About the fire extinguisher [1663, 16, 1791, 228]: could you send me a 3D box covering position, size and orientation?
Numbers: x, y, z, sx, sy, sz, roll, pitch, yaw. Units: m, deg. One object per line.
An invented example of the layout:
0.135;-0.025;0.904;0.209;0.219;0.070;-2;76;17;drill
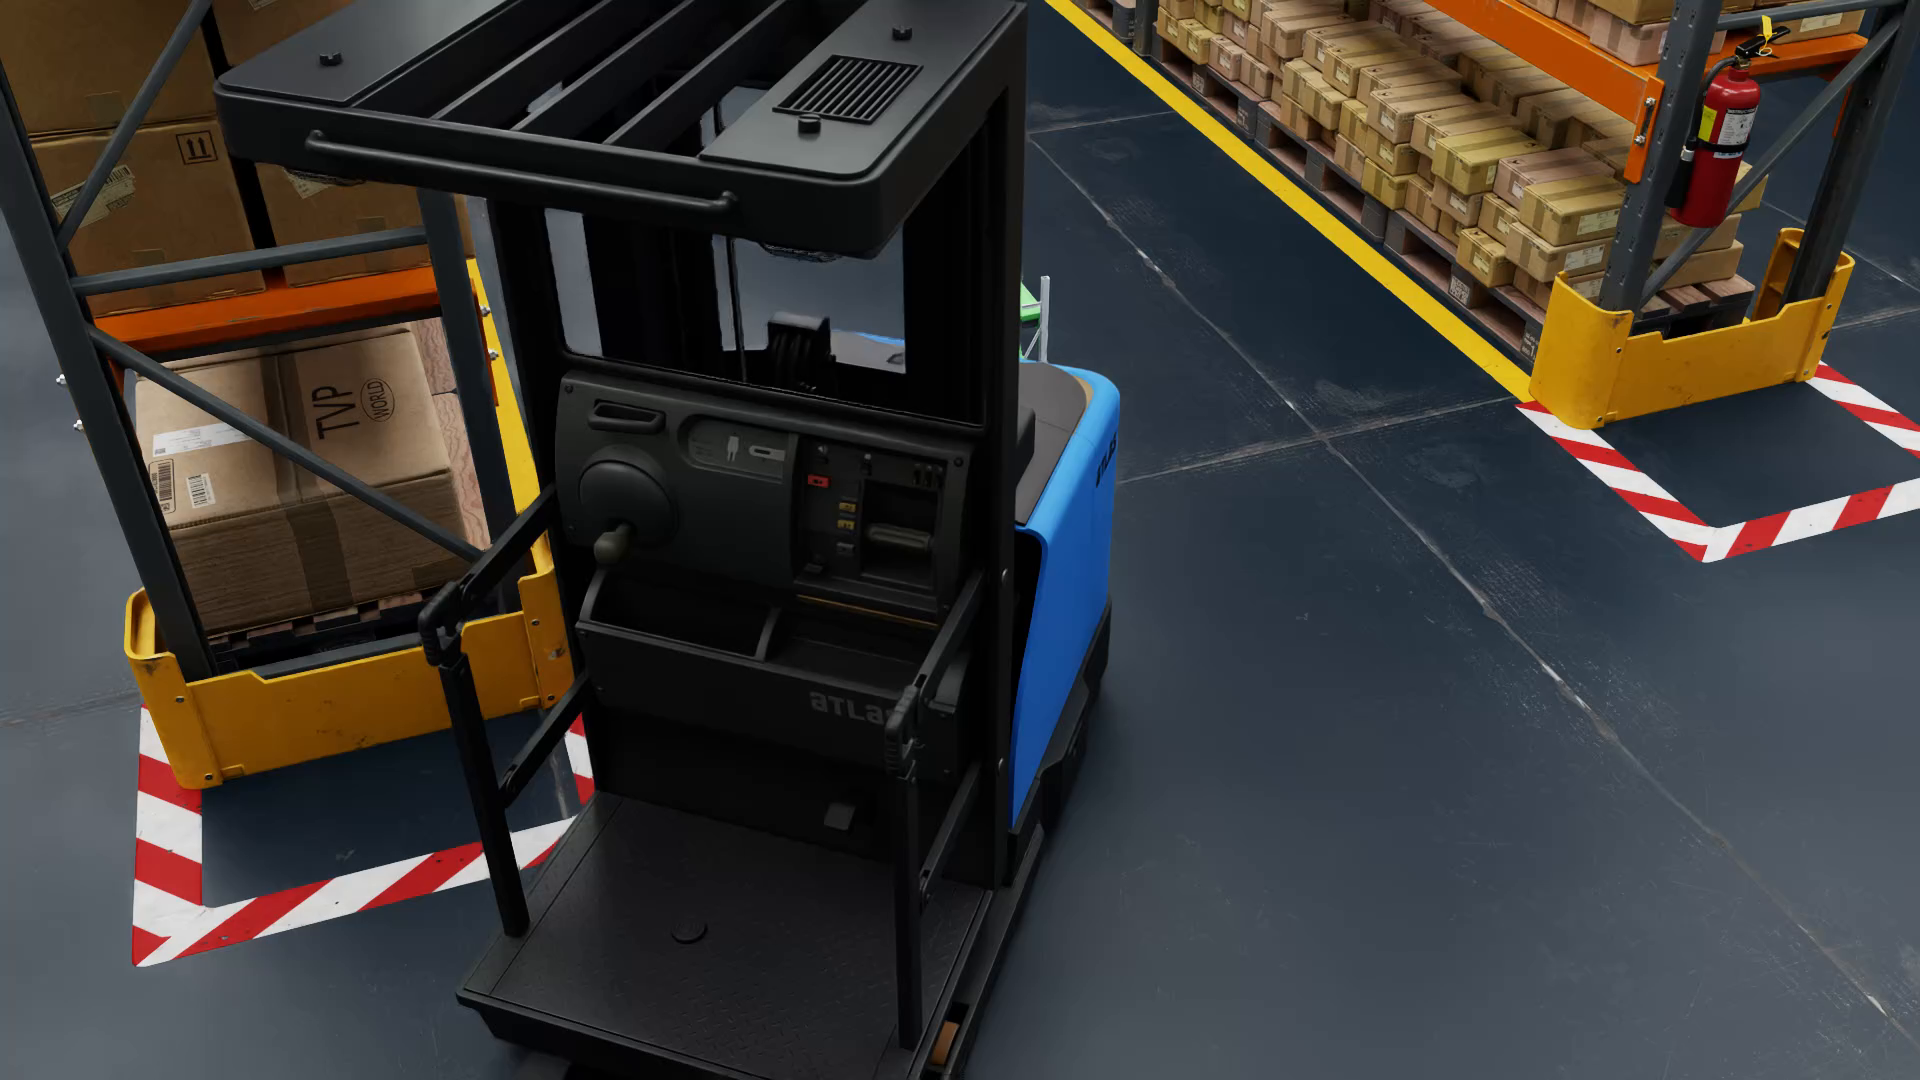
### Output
2.497;-1.361;5.439;0.296;0.674;0.183;-12;39;-16;fire extinguisher

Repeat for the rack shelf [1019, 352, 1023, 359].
0.057;-0.526;5.159;0.258;0.148;0.480;-12;39;-16;rack shelf

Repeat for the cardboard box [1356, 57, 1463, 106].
2.022;-2.038;7.488;0.380;0.149;0.250;-14;39;-17;cardboard box

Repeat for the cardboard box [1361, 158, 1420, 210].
2.029;-1.622;7.430;0.380;0.149;0.250;-14;39;-18;cardboard box

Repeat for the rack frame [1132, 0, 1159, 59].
1.467;-4.039;8.619;1.000;3.000;0.127;-12;39;-16;rack frame

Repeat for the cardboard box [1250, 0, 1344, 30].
1.675;-2.625;8.268;0.380;0.149;0.250;-13;39;-17;cardboard box

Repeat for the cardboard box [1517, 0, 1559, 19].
2.315;-2.091;6.242;0.380;0.149;0.250;-13;39;-16;cardboard box

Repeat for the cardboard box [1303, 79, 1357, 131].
1.832;-2.048;7.749;0.380;0.149;0.250;-12;39;-15;cardboard box

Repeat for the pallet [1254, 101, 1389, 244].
2.155;-1.863;8.047;1.003;0.211;1.213;-12;39;-16;pallet

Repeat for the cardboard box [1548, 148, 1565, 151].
2.710;-1.730;7.327;0.380;0.149;0.250;-11;38;-15;cardboard box

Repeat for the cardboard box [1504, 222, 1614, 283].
2.394;-1.166;6.578;0.380;0.149;0.250;-13;39;-17;cardboard box

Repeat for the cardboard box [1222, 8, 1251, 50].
1.581;-2.661;8.563;0.380;0.149;0.250;-13;39;-16;cardboard box

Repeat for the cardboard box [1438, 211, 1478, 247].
2.273;-1.354;7.075;0.380;0.149;0.250;-13;39;-16;cardboard box

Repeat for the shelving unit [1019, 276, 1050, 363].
0.057;-0.386;5.265;0.258;1.200;0.503;-12;39;-16;shelving unit

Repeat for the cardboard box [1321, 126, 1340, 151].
1.938;-1.939;7.851;0.380;0.149;0.250;-11;38;-15;cardboard box

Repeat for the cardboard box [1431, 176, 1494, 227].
2.214;-1.459;6.967;0.380;0.149;0.250;-14;39;-18;cardboard box

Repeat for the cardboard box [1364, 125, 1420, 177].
2.023;-1.749;7.352;0.380;0.149;0.250;-12;39;-15;cardboard box

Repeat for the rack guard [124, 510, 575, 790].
-1.761;0.315;4.917;1.175;0.500;0.348;-12;39;-16;rack guard

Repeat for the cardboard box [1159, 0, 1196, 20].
1.292;-2.916;8.901;0.380;0.149;0.250;-11;38;-14;cardboard box

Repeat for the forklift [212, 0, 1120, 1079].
-0.494;-0.022;3.343;1.130;2.935;3.031;11;38;15;forklift

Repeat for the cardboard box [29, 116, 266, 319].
-2.184;-0.955;4.441;0.500;0.500;0.500;-12;39;-16;cardboard box

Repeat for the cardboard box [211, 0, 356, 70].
-1.667;-1.467;4.290;0.500;0.500;0.500;-13;39;-17;cardboard box

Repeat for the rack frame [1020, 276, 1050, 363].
0.141;-0.248;5.082;0.240;1.200;0.015;-12;39;-16;rack frame

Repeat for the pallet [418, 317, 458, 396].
-2.534;-0.707;6.513;1.003;0.211;1.213;-12;39;-16;pallet

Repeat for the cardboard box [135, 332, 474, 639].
-2.090;-0.194;5.295;0.875;0.438;0.875;-14;39;-17;cardboard box

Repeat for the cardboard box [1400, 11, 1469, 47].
2.352;-2.437;8.018;0.380;0.149;0.250;-14;39;-18;cardboard box

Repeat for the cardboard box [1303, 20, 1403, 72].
1.857;-2.327;7.873;0.380;0.149;0.250;-14;39;-18;cardboard box

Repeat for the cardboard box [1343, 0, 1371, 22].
2.068;-2.720;8.394;0.380;0.149;0.250;-11;38;-14;cardboard box

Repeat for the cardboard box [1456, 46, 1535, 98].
2.511;-2.152;7.639;0.380;0.149;0.250;-12;39;-15;cardboard box

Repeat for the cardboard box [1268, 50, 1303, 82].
1.743;-2.348;8.147;0.380;0.149;0.250;-11;38;-14;cardboard box

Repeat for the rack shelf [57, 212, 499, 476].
-2.457;-1.540;5.899;1.077;0.370;4.000;-12;39;-16;rack shelf

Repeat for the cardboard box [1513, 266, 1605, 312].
2.467;-1.062;6.688;0.380;0.149;0.250;-12;39;-15;cardboard box

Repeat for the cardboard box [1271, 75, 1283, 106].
1.777;-2.238;8.248;0.380;0.149;0.250;-14;39;-18;cardboard box

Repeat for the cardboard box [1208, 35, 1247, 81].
1.517;-2.516;8.617;0.380;0.149;0.250;-13;39;-16;cardboard box

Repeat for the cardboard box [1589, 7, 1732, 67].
2.466;-1.805;5.861;0.380;0.149;0.250;-12;39;-16;cardboard box

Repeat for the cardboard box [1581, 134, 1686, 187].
2.775;-1.543;6.831;0.380;0.149;0.250;-12;39;-15;cardboard box

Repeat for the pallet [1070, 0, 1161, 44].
1.198;-3.365;10.041;1.003;0.211;1.213;-12;39;-16;pallet

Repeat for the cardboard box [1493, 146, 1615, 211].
2.391;-1.446;6.703;0.380;0.149;0.250;-12;39;-15;cardboard box

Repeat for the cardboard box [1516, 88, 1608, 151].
2.645;-1.835;7.219;0.380;0.149;0.250;-14;39;-18;cardboard box

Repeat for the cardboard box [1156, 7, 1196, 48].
1.291;-2.796;8.989;0.380;0.149;0.250;-14;39;-18;cardboard box

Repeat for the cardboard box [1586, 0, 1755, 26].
2.448;-2.139;5.766;0.500;0.500;0.500;-12;39;-15;cardboard box

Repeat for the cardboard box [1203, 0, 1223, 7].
1.430;-2.900;8.633;0.380;0.149;0.250;-11;38;-14;cardboard box

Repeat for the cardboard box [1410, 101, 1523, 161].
2.153;-1.726;7.074;0.380;0.149;0.250;-14;39;-18;cardboard box
